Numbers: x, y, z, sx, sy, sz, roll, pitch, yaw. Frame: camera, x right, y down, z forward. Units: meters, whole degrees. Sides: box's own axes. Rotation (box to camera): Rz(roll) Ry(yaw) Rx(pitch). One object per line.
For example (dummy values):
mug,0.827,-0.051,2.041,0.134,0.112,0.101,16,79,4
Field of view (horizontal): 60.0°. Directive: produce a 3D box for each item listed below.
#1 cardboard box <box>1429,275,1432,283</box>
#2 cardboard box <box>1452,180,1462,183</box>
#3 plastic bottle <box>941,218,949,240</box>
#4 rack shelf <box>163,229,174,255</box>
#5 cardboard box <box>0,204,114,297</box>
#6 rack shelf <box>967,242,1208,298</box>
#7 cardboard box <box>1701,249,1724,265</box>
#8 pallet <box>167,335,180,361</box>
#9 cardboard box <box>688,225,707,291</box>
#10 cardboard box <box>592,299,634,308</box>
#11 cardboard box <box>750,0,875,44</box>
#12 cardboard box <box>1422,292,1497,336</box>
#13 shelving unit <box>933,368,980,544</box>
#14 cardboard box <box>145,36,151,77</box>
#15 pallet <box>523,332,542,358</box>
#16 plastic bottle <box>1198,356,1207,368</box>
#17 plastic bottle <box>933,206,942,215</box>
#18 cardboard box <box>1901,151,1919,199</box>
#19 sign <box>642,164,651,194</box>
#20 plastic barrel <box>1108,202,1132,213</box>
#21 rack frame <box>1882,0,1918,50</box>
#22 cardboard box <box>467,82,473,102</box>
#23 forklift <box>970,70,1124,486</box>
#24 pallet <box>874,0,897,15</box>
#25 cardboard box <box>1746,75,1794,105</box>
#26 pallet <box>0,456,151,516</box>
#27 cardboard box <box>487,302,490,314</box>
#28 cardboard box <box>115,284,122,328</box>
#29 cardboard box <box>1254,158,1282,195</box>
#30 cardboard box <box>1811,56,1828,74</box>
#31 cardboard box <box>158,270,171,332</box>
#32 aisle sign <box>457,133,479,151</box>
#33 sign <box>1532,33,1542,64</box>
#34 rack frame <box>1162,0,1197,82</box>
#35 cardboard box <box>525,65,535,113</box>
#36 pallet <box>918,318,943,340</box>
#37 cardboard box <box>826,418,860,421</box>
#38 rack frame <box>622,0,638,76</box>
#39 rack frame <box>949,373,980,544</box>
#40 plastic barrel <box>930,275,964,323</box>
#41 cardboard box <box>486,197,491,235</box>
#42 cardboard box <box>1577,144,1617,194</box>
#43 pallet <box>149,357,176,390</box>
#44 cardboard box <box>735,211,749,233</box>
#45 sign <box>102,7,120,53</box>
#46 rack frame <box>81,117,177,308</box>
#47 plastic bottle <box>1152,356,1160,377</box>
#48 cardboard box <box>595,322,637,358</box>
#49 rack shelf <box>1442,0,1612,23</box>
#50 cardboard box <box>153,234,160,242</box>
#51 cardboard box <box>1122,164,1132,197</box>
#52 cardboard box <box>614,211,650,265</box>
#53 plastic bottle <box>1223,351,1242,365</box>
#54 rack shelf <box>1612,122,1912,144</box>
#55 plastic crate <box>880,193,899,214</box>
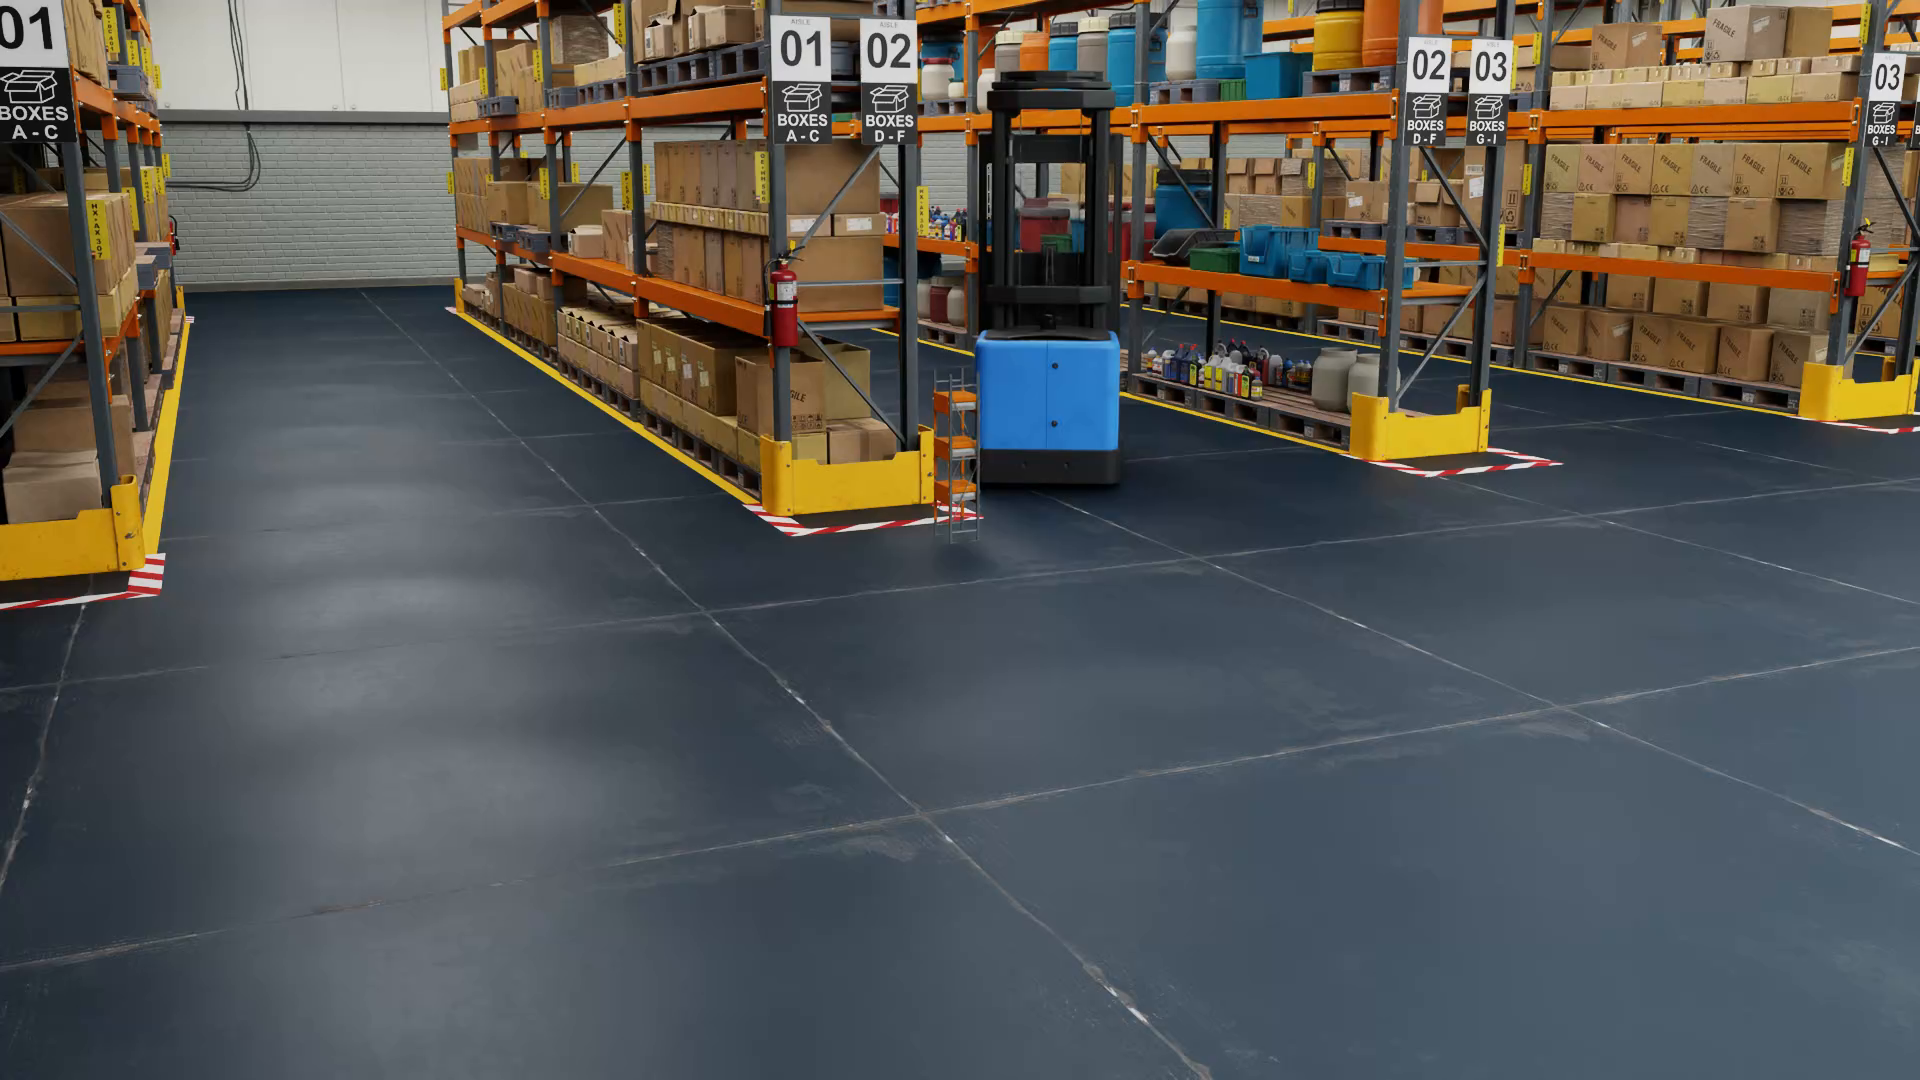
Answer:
cardboard box,8.130,-4.483,28.477,0.380,0.149,0.250,-5,14,-21
cardboard box,8.042,-5.647,26.421,0.380,0.149,0.250,-5,14,-22
plastic bottle,-0.186,-3.903,20.865,0.097,0.271,0.097,0,13,0
rack shelf,-10.914,-3.801,21.737,1.077,0.370,4.000,-6,14,-23
cardboard box,-5.222,-1.687,9.632,0.500,0.500,0.500,-6,14,-23
rack shelf,1.368,-3.043,18.462,1.077,0.370,4.000,-6,14,-23
cardboard box,7.490,-2.776,16.269,0.380,0.149,0.250,-6,14,-23
pallet,-9.735,-2.227,19.525,1.003,0.211,1.213,-6,14,-23
cardboard box,-1.773,-2.279,13.343,0.700,0.500,0.500,-5,14,-22
cardboard box,-3.894,-2.477,18.986,0.500,0.500,0.500,-5,14,-21
cardboard box,-0.995,-3.611,11.196,0.797,0.503,0.637,-5,14,-19
cardboard box,6.083,-2.769,20.249,0.700,0.500,0.500,-7,15,-28
shelving unit,-0.021,-0.523,10.299,0.215,1.050,0.252,-6,14,-23
cardboard box,-10.556,-6.125,21.047,0.500,0.500,0.500,-6,14,-23
pallet,-4.723,-2.411,20.319,1.003,0.211,1.213,-6,14,-23
plastic bottle,2.281,-1.595,15.685,0.097,0.271,0.097,0,13,0
plastic bottle,-0.294,-4.411,22.884,0.144,0.351,0.185,-6,14,-23
cardboard box,11.409,-4.375,19.892,0.875,0.550,0.550,-6,14,-23
sign,-3.466,-3.975,18.325,0.100,0.325,0.005,-6,14,-23
plastic barrel,1.693,-3.416,18.174,0.433,0.535,0.433,0,13,0
rack frame,11.292,-6.778,19.697,1.000,3.000,0.127,-6,14,-23
cardboard box,-6.415,-6.102,22.652,0.500,0.250,0.500,-6,14,-23
forklift,0.698,-2.099,12.937,1.130,2.935,3.031,1,13,3
pallet,-0.676,-7.101,22.400,1.003,0.211,1.213,-6,14,-23
cardboard box,7.681,-4.169,15.412,0.500,0.250,0.500,-6,14,-23
pallet,-6.114,-0.339,11.367,1.003,0.211,1.213,-6,14,-23
cardboard box,-6.269,-3.176,22.788,0.380,0.149,0.250,-6,14,-23
cardboard box,-5.432,-1.431,10.190,0.500,0.250,0.500,-6,14,-25
cardboard box,4.568,-5.079,23.216,0.797,0.503,0.637,-5,14,-22
cardboard box,7.916,-4.278,14.995,0.380,0.149,0.250,-6,14,-25
cardboard box,-9.734,-2.773,19.536,0.750,0.750,0.750,-5,14,-22
aisle sign,-7.474,-6.267,25.031,0.394,0.787,0.004,-6,14,-23
sign,6.200,-5.282,17.867,0.100,0.325,0.005,-6,14,-23
rack frame,3.503,-8.003,24.993,1.000,3.000,0.127,-6,14,-23
cardboard box,-4.383,-5.063,18.718,0.910,0.500,0.500,-6,14,-23
pallet,-0.272,-2.859,22.255,1.003,0.211,1.213,-6,14,-23
cardboard box,-0.983,-0.806,12.368,0.500,0.250,0.500,-6,14,-23
rack frame,-2.371,-5.457,13.989,1.000,3.000,0.127,-6,14,-23
rack frame,0.027,-0.497,10.190,0.200,1.050,0.008,-6,14,-23
plastic barrel,-0.097,-3.169,21.829,0.600,0.588,0.708,-6,14,-23
cardboard box,-6.011,-4.315,22.142,0.500,0.500,0.500,-5,14,-22
cardboard box,6.856,-3.889,17.424,0.500,0.500,0.500,-6,14,-23
pallet,-8.758,-1.723,17.347,1.003,0.211,1.213,-6,14,-23
cardboard box,-1.404,-2.293,11.964,0.380,0.149,0.250,-5,14,-22
sign,-6.414,-3.849,12.551,0.100,0.325,0.005,-6,14,-23
rack frame,-11.715,-4.565,23.441,1.000,3.000,0.127,-6,14,-23
plastic bottle,1.936,-1.705,16.315,0.097,0.201,0.097,0,13,0
cardboard box,-3.208,-1.940,16.023,0.500,0.311,0.500,-6,14,-23
rack shelf,5.906,-6.218,19.763,1.077,0.370,4.000,-6,14,-23
cardboard box,-9.373,-3.425,19.027,0.380,0.149,0.250,-6,14,-23
cardboard box,2.877,-5.693,26.323,0.500,0.500,0.500,-5,14,-22
cardboard box,-3.075,-2.955,16.263,0.500,0.500,0.500,-6,14,-23
plastic bottle,2.642,-1.703,16.139,0.152,0.276,0.135,-6,14,-23
rack shelf,10.491,-5.379,21.902,1.077,0.370,4.000,-6,14,-23
plastic crate,-1.163,-4.901,24.617,0.402,0.464,0.583,-6,14,-23
